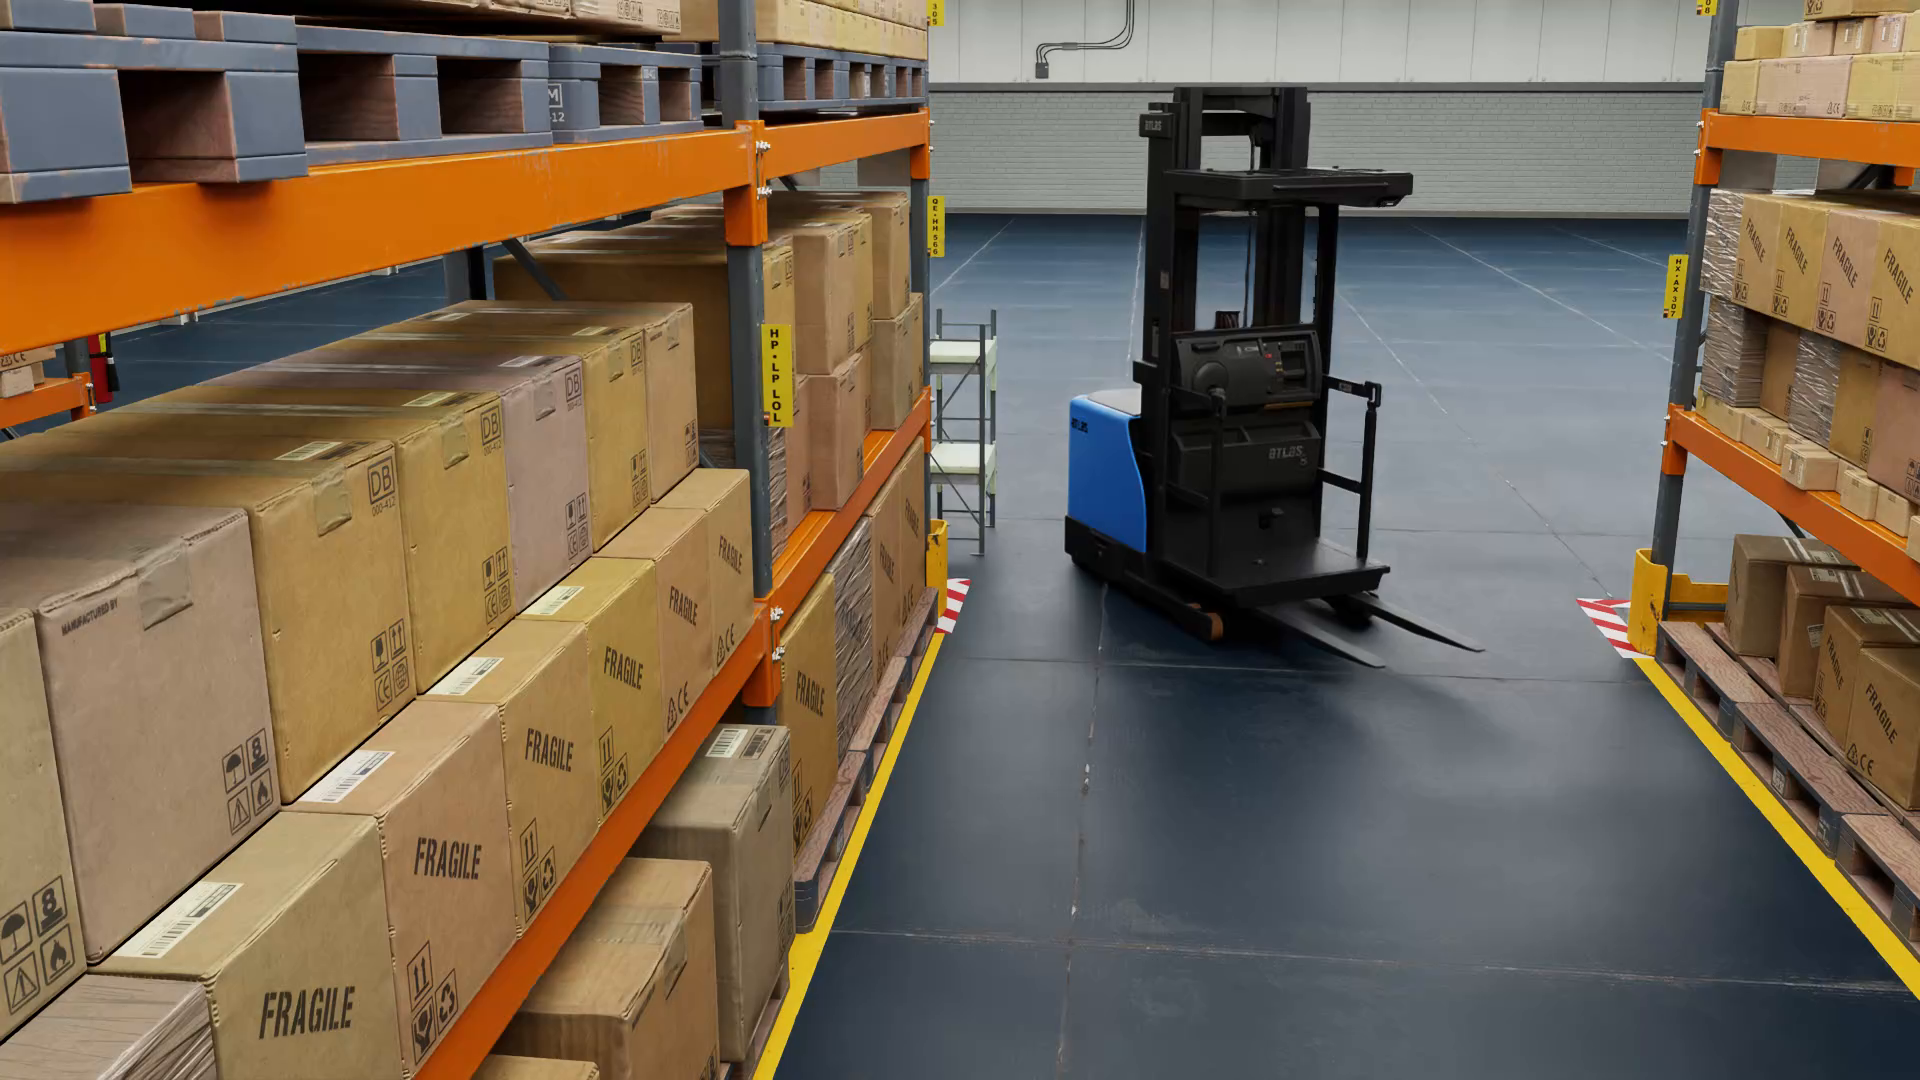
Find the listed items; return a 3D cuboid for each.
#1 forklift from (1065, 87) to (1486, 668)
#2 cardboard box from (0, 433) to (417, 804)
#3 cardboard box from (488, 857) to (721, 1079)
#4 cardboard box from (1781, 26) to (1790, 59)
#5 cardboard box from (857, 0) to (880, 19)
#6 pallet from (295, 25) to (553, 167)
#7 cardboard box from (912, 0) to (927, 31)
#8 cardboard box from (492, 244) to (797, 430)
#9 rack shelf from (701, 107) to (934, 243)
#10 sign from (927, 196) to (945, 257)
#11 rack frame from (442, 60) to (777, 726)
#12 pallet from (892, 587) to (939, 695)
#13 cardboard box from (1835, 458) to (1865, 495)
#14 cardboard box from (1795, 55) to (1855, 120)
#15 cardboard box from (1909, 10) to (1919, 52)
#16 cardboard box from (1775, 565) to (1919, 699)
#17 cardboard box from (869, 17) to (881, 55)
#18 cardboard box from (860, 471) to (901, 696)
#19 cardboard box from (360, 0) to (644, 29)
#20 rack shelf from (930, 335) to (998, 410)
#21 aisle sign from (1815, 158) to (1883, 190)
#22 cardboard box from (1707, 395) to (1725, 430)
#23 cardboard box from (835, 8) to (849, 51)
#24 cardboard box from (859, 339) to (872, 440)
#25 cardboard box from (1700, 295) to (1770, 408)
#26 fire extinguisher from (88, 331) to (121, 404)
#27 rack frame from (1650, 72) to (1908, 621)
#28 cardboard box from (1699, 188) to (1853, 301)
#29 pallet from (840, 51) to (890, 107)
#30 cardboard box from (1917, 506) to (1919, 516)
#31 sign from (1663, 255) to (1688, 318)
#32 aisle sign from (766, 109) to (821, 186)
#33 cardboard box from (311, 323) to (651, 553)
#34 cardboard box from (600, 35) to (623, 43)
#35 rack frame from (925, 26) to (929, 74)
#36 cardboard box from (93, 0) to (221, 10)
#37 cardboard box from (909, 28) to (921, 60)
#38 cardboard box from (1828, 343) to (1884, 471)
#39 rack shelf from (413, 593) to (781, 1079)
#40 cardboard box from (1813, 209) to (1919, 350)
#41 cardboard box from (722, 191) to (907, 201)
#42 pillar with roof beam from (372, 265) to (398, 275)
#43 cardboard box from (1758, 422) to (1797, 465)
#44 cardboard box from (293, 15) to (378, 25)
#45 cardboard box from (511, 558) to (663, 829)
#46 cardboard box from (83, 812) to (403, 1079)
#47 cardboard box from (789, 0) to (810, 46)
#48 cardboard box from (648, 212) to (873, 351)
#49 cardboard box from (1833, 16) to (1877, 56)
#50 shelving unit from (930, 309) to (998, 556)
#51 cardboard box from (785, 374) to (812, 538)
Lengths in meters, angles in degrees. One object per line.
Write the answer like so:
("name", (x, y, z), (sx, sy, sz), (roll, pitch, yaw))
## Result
("forklift", (1.717, -0.981, 9.176), (1.130, 2.935, 3.031), (-6, 16, -23))
("cardboard box", (-1.402, 0.114, 2.887), (0.700, 0.500, 0.500), (1, 15, 5))
("cardboard box", (-1.216, 1.285, 4.169), (1.050, 0.750, 0.750), (2, 15, 6))
("cardboard box", (3.954, -2.247, 7.503), (0.380, 0.149, 0.250), (1, 15, 5))
("cardboard box", (-0.621, -2.294, 6.874), (0.500, 0.250, 0.500), (2, 15, 7))
("pallet", (-1.431, -0.790, 2.953), (1.003, 0.211, 1.213), (2, 15, 9))
("cardboard box", (-0.449, -2.685, 8.319), (0.500, 0.250, 0.500), (2, 15, 7))
("cardboard box", (-1.047, -0.701, 5.650), (0.875, 0.550, 0.550), (2, 15, 6))
("rack shelf", (-0.897, -1.632, 7.081), (1.077, 0.370, 4.000), (2, 15, 6))
("sign", (-0.133, -1.703, 9.043), (0.100, 0.325, 0.005), (2, 15, 6))
("rack frame", (-1.122, -0.012, 5.461), (1.000, 3.000, 0.127), (2, 15, 6))
("pallet", (-0.684, 0.506, 8.886), (1.003, 0.211, 1.213), (2, 15, 6))
("cardboard box", (3.815, -0.234, 6.763), (0.380, 0.149, 0.250), (2, 15, 6))
("cardboard box", (3.823, -1.873, 6.884), (0.500, 0.250, 0.500), (2, 15, 6))
("cardboard box", (3.688, -1.843, 6.007), (0.380, 0.149, 0.250), (2, 15, 9))
("cardboard box", (4.125, 0.444, 7.757), (0.500, 0.500, 0.500), (6, 16, 21))
("cardboard box", (-0.544, -2.136, 7.052), (0.380, 0.149, 0.250), (2, 15, 7))
("cardboard box", (-0.779, 0.179, 8.018), (0.875, 0.875, 0.875), (1, 15, 5))
("cardboard box", (-1.043, -1.312, 3.812), (0.500, 0.250, 0.500), (2, 15, 6))
("rack shelf", (0.001, -1.102, 10.871), (0.431, 0.370, 0.720), (2, 15, 6))
("aisle sign", (4.551, -2.139, 8.347), (0.394, 0.787, 0.004), (2, 15, 6))
("cardboard box", (3.930, -0.625, 8.208), (0.380, 0.149, 0.250), (2, 15, 6))
("cardboard box", (-0.631, -1.938, 6.322), (0.380, 0.149, 0.250), (1, 15, 5))
("cardboard box", (-0.896, -0.740, 7.863), (0.875, 0.550, 0.550), (2, 15, 6))
("cardboard box", (4.157, -0.927, 8.084), (0.875, 0.500, 0.500), (2, 15, 6))
("fire extinguisher", (-5.130, -1.148, 9.809), (0.296, 0.674, 0.183), (2, 15, 6))
("rack frame", (4.246, -0.877, 8.660), (1.000, 3.000, 0.127), (2, 15, 6))
("cardboard box", (3.913, -1.417, 7.980), (0.500, 0.500, 0.500), (2, 15, 6))
("pallet", (-0.880, -1.945, 7.031), (1.003, 0.211, 1.213), (2, 15, 6))
("cardboard box", (3.729, -0.040, 6.044), (0.380, 0.149, 0.250), (2, 15, 6))
("sign", (3.707, -1.311, 8.606), (0.100, 0.325, 0.005), (2, 15, 6))
("aisle sign", (-0.961, -2.332, 9.059), (0.394, 0.787, 0.004), (2, 15, 6))
("cardboard box", (-1.229, -0.281, 4.346), (0.700, 0.500, 0.500), (1, 15, 5))
("cardboard box", (-1.371, -1.759, 5.660), (0.380, 0.149, 0.250), (2, 15, 7))
("rack frame", (-0.671, -3.946, 8.514), (1.000, 3.000, 0.127), (2, 15, 6))
("cardboard box", (-1.656, -1.181, 2.849), (0.500, 0.500, 0.500), (2, 15, 6))
("cardboard box", (-0.401, -2.466, 8.273), (0.380, 0.149, 0.250), (2, 15, 7))
("cardboard box", (4.052, -0.536, 6.638), (0.875, 0.500, 0.500), (2, 15, 6))
("rack shelf", (-1.348, 0.854, 3.636), (1.077, 0.370, 4.000), (2, 15, 6))
("cardboard box", (3.744, -1.028, 6.541), (0.500, 0.500, 0.500), (2, 15, 6))
("cardboard box", (-0.751, -1.548, 8.785), (0.875, 0.550, 0.550), (2, 15, 6))
("pillar with roof beam", (-5.199, -8.598, 25.720), (9.100, 9.000, 0.400), (2, 15, 6))
("cardboard box", (3.844, -0.430, 7.488), (0.380, 0.149, 0.250), (2, 15, 6))
("cardboard box", (-1.539, -1.234, 3.718), (0.380, 0.149, 0.250), (2, 15, 6))
("cardboard box", (-1.030, 0.345, 3.948), (0.500, 0.500, 0.500), (2, 15, 7))
("cardboard box", (-1.200, 0.737, 2.500), (0.500, 0.500, 0.500), (2, 15, 6))
("cardboard box", (-0.716, -1.742, 5.595), (0.380, 0.149, 0.250), (2, 15, 6))
("cardboard box", (-0.851, -1.120, 7.203), (0.875, 0.550, 0.500), (2, 15, 6))
("cardboard box", (3.804, -2.044, 6.753), (0.380, 0.149, 0.250), (1, 15, 4))
("shelving unit", (0.001, -0.726, 10.973), (0.431, 1.500, 0.755), (2, 15, 6))
("cardboard box", (-1.053, -0.324, 6.326), (0.875, 0.550, 0.550), (2, 15, 6))
